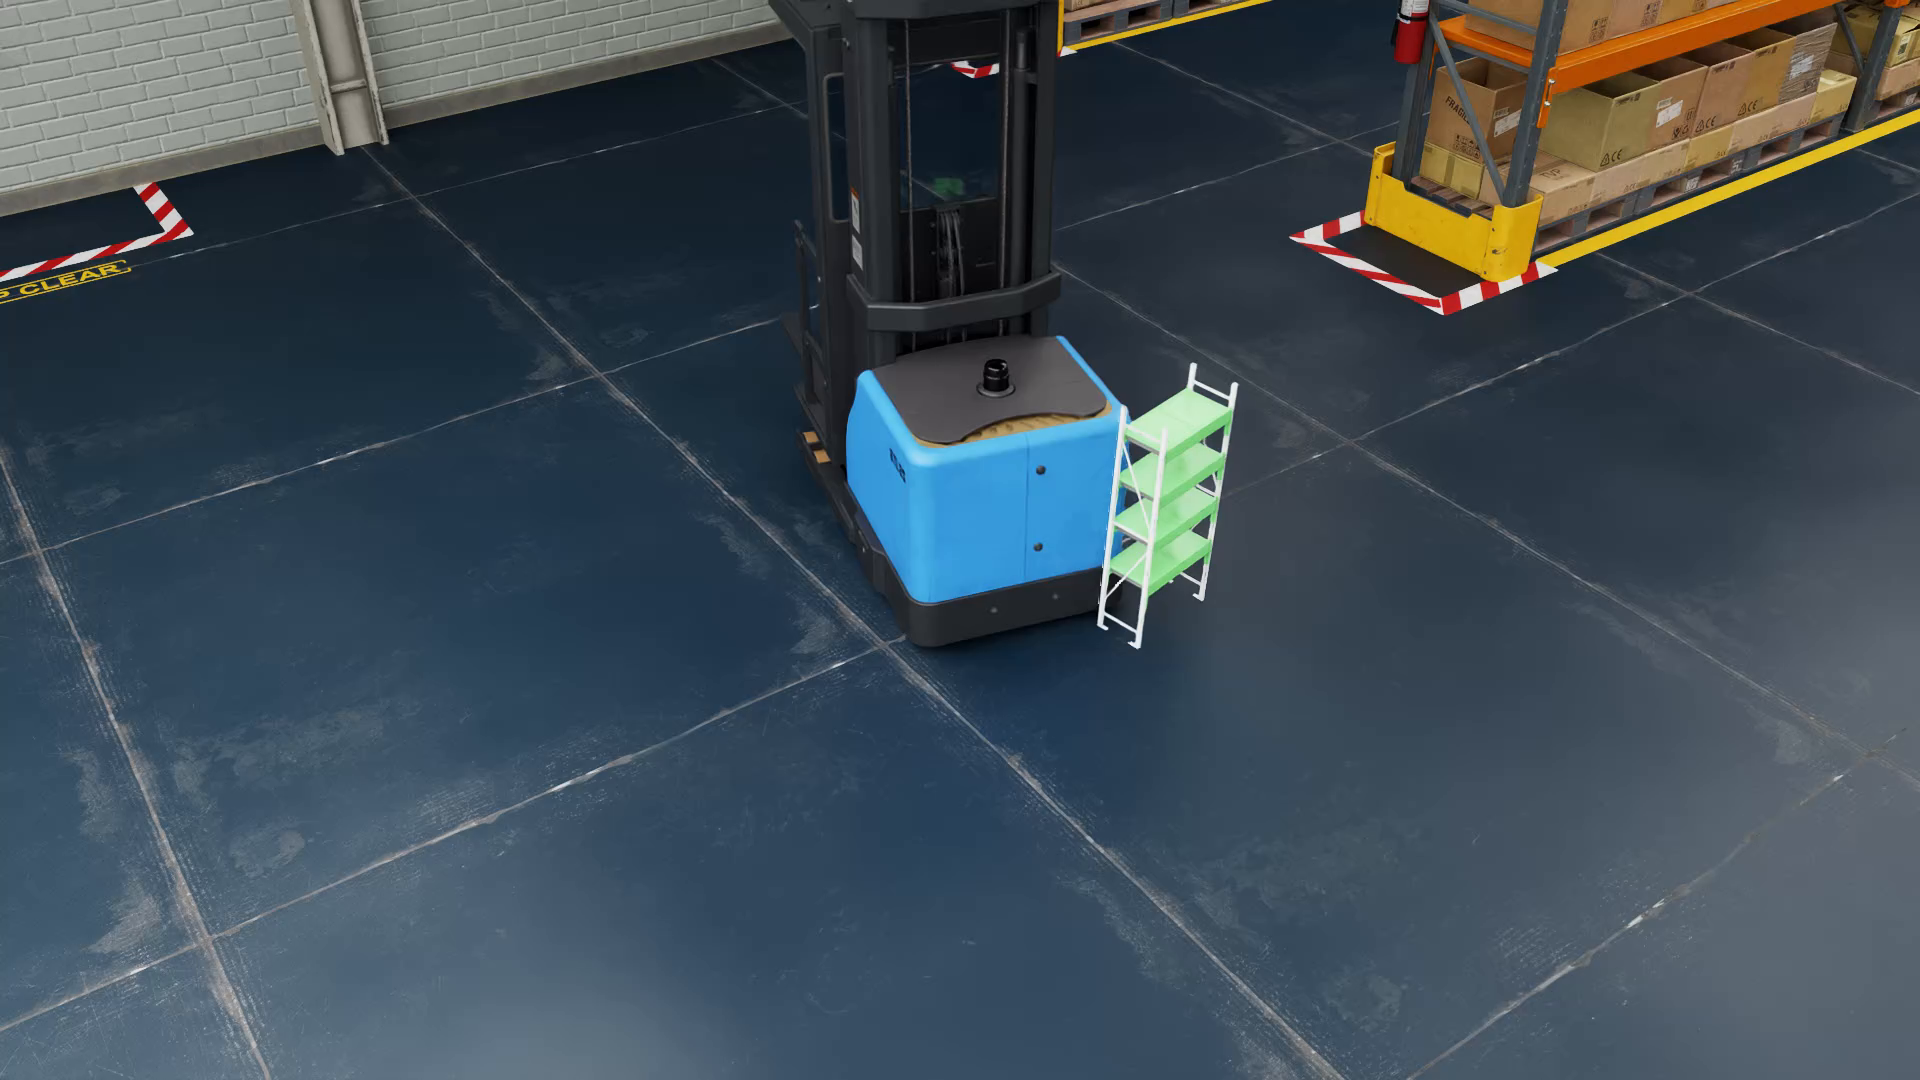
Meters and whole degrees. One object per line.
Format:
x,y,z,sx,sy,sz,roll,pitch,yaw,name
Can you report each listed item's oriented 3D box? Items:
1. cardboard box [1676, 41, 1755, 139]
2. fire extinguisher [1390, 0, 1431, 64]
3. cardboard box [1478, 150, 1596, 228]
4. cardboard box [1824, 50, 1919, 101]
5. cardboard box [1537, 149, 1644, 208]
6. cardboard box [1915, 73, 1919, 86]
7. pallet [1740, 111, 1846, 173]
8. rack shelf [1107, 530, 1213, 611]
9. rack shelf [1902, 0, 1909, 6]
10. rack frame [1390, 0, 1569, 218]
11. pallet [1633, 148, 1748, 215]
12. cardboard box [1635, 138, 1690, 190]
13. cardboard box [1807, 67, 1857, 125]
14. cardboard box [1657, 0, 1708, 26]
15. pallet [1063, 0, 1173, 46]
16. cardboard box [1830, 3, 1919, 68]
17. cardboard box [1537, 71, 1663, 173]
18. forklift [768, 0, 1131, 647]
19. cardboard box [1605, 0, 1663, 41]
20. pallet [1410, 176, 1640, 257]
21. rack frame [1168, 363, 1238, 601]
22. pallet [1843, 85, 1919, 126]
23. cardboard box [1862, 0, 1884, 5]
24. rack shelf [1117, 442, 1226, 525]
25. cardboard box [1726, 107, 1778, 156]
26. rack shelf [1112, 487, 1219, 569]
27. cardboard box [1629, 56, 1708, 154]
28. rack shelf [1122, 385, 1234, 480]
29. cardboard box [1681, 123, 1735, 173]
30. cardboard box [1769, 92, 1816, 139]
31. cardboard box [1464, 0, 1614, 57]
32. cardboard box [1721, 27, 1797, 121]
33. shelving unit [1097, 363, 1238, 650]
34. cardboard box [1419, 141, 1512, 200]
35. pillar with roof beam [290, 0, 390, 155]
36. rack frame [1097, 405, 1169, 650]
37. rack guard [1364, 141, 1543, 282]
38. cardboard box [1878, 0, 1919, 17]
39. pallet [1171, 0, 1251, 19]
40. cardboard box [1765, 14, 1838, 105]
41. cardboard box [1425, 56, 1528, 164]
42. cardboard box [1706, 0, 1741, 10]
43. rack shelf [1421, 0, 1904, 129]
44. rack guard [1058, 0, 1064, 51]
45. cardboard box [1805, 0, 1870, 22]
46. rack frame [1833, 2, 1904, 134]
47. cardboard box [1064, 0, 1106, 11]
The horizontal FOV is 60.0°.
5.000,-3.113,11.362,0.500,0.500,0.500,-22,41,-28,cardboard box
2.841,-3.327,10.373,0.183,0.674,0.296,-22,41,-28,fire extinguisher
3.772,-2.305,10.881,0.500,0.250,0.500,-22,41,-28,cardboard box
6.948,-3.594,12.673,0.500,0.250,0.500,-23,42,-29,cardboard box
4.179,-2.475,11.118,0.500,0.250,0.500,-22,41,-28,cardboard box
7.366,-3.765,12.911,0.500,0.250,0.500,-21,41,-27,cardboard box
5.801,-3.143,12.439,1.213,0.211,1.003,-22,41,-28,pallet
0.903,0.103,7.588,0.258,0.148,0.480,31,46,32,rack shelf
8.110,-4.903,13.114,4.000,0.370,1.077,-22,41,-28,rack shelf
3.206,-3.177,10.098,0.127,3.000,1.000,-22,41,-28,rack frame
4.803,-2.730,11.865,1.213,0.211,1.003,-22,41,-28,pallet
4.588,-2.643,11.351,0.500,0.250,0.500,-22,41,-28,cardboard box
6.222,-3.316,12.287,0.500,0.250,0.500,-22,41,-28,cardboard box
4.430,-3.711,10.756,0.500,0.500,0.700,-22,41,-28,cardboard box
1.095,-4.690,14.590,1.213,0.211,1.003,-22,41,-28,pallet
6.956,-3.824,12.513,0.500,0.311,0.500,-22,41,-28,cardboard box
4.180,-2.779,10.897,0.500,0.500,0.500,-22,41,-28,cardboard box
-0.221,-1.569,7.921,1.130,2.935,3.031,-12,37,-16,forklift
4.021,-3.547,10.527,0.500,0.500,0.700,-21,41,-27,cardboard box
3.806,-2.322,11.297,1.213,0.211,1.003,-22,41,-28,pallet
1.078,-0.242,7.549,0.240,1.200,0.015,31,46,32,rack frame
7.055,-3.657,13.153,1.213,0.211,1.003,-22,41,-28,pallet
7.063,-4.255,13.112,0.500,0.311,0.500,-21,41,-27,cardboard box
0.919,-0.277,7.296,0.258,0.148,0.480,31,46,32,rack shelf
5.407,-2.977,11.816,0.500,0.250,0.500,-22,41,-28,cardboard box
0.911,-0.087,7.442,0.258,0.148,0.480,31,46,32,rack shelf
4.581,-2.953,11.140,0.500,0.500,0.500,-22,41,-28,cardboard box
0.927,-0.467,7.150,0.258,0.148,0.480,31,46,32,rack shelf
4.999,-2.809,11.582,0.500,0.250,0.500,-22,41,-28,cardboard box
5.808,-3.153,12.060,0.500,0.250,0.500,-22,41,-28,cardboard box
3.594,-3.368,10.279,0.500,0.500,0.700,-22,41,-28,cardboard box
5.400,-3.288,11.605,0.500,0.500,0.500,-22,41,-28,cardboard box
0.913,-0.138,7.404,0.258,1.200,0.503,31,46,32,shelving unit
3.474,-2.552,11.225,0.500,0.250,0.500,-22,41,-28,cardboard box
-2.002,-4.551,6.870,0.400,9.000,9.100,-22,41,-28,pillar with roof beam
0.747,-0.033,7.258,0.240,1.200,0.015,31,46,32,rack frame
3.186,-2.154,10.816,0.348,0.500,1.175,-22,41,-28,rack guard
7.369,-3.990,12.744,0.500,0.311,0.500,-23,42,-28,cardboard box
2.092,-5.097,15.157,1.213,0.211,1.003,-22,41,-28,pallet
5.807,-3.458,11.842,0.500,0.500,0.500,-22,41,-28,cardboard box
3.472,-2.858,11.007,0.500,0.500,0.500,-22,41,-28,cardboard box
4.858,-3.890,11.004,0.500,0.500,0.700,-21,41,-27,cardboard box
4.840,-3.557,11.243,4.000,0.370,1.077,-22,41,-28,rack shelf
0.411,-4.550,14.149,0.348,0.500,1.175,-22,41,-28,rack guard
6.641,-4.077,12.865,0.500,0.311,0.500,-22,41,-28,cardboard box
6.475,-4.522,11.969,0.127,3.000,1.000,-22,41,-28,rack frame
0.966,-4.816,14.304,0.500,0.311,0.500,-28,44,-33,cardboard box
